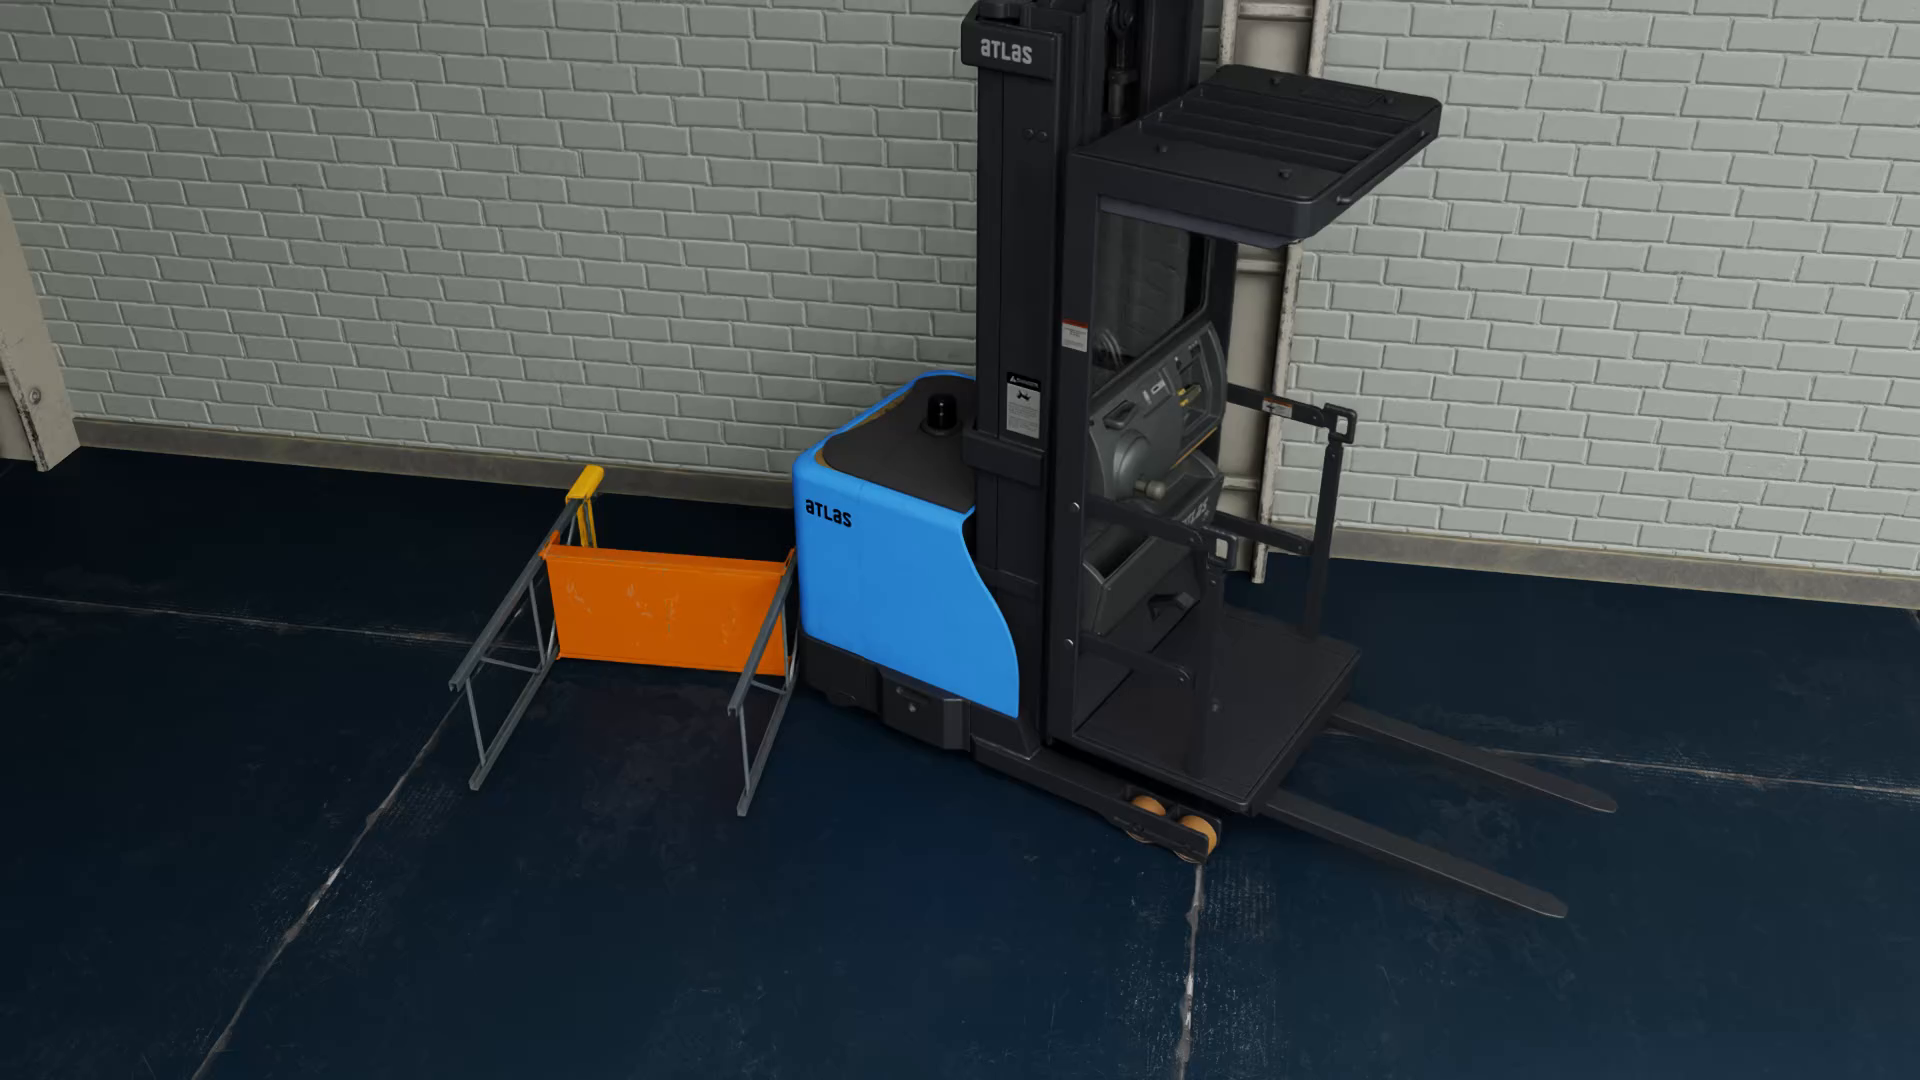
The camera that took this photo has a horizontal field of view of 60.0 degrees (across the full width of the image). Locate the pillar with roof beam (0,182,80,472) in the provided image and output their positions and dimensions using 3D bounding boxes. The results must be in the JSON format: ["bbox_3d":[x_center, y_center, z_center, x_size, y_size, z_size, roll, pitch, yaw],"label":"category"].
[{"bbox_3d":[-5.449,-2.002,2.467,0.400,9.000,9.100,5,32,8],"label":"pillar with roof beam"}]

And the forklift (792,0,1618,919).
[{"bbox_3d":[0.866,-0.417,5.654,3.031,2.935,1.130,19,37,28],"label":"forklift"}]

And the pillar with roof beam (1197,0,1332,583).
[{"bbox_3d":[0.466,-1.466,1.611,0.400,9.000,9.100,5,32,8],"label":"pillar with roof beam"}]

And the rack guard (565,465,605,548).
[{"bbox_3d":[-1.587,-0.005,7.181,0.087,0.587,0.250,4,32,7],"label":"rack guard"}]

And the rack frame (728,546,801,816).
[{"bbox_3d":[-0.687,0.397,6.538,0.032,0.500,1.500,4,32,7],"label":"rack frame"}]

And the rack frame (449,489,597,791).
[{"bbox_3d":[-1.694,0.321,6.659,0.032,0.500,1.500,4,32,7],"label":"rack frame"}]

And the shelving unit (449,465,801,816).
[{"bbox_3d":[-1.182,0.360,6.597,1.083,0.587,1.500,4,32,7],"label":"shelving unit"}]

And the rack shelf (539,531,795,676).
[{"bbox_3d":[-1.166,0.265,6.749,1.000,0.538,0.185,4,32,7],"label":"rack shelf"}]
